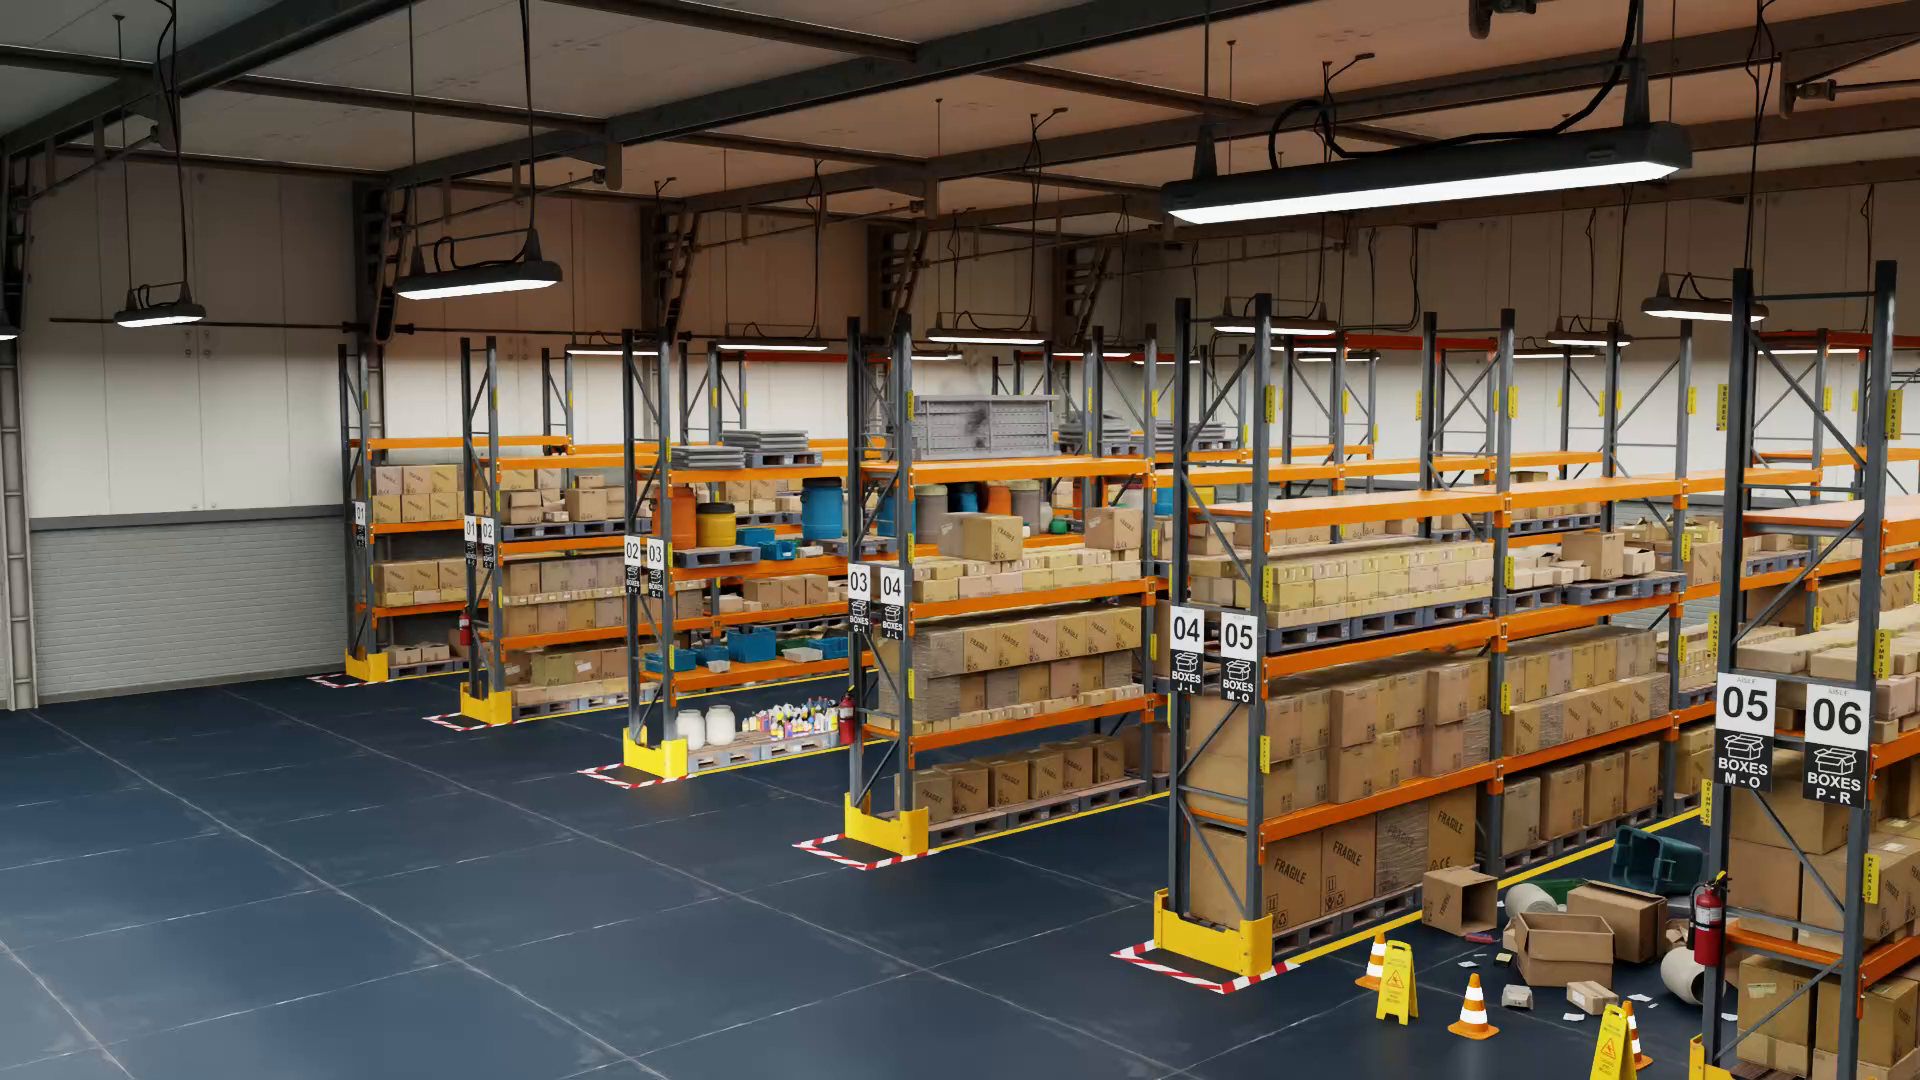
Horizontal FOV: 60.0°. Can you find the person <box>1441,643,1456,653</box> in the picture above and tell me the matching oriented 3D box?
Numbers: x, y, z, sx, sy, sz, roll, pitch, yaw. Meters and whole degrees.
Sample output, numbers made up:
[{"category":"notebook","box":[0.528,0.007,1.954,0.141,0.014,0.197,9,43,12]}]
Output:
[{"category":"person","box":[6.766,2.190,23.172,0.706,1.745,0.987,5,7,43]}]
